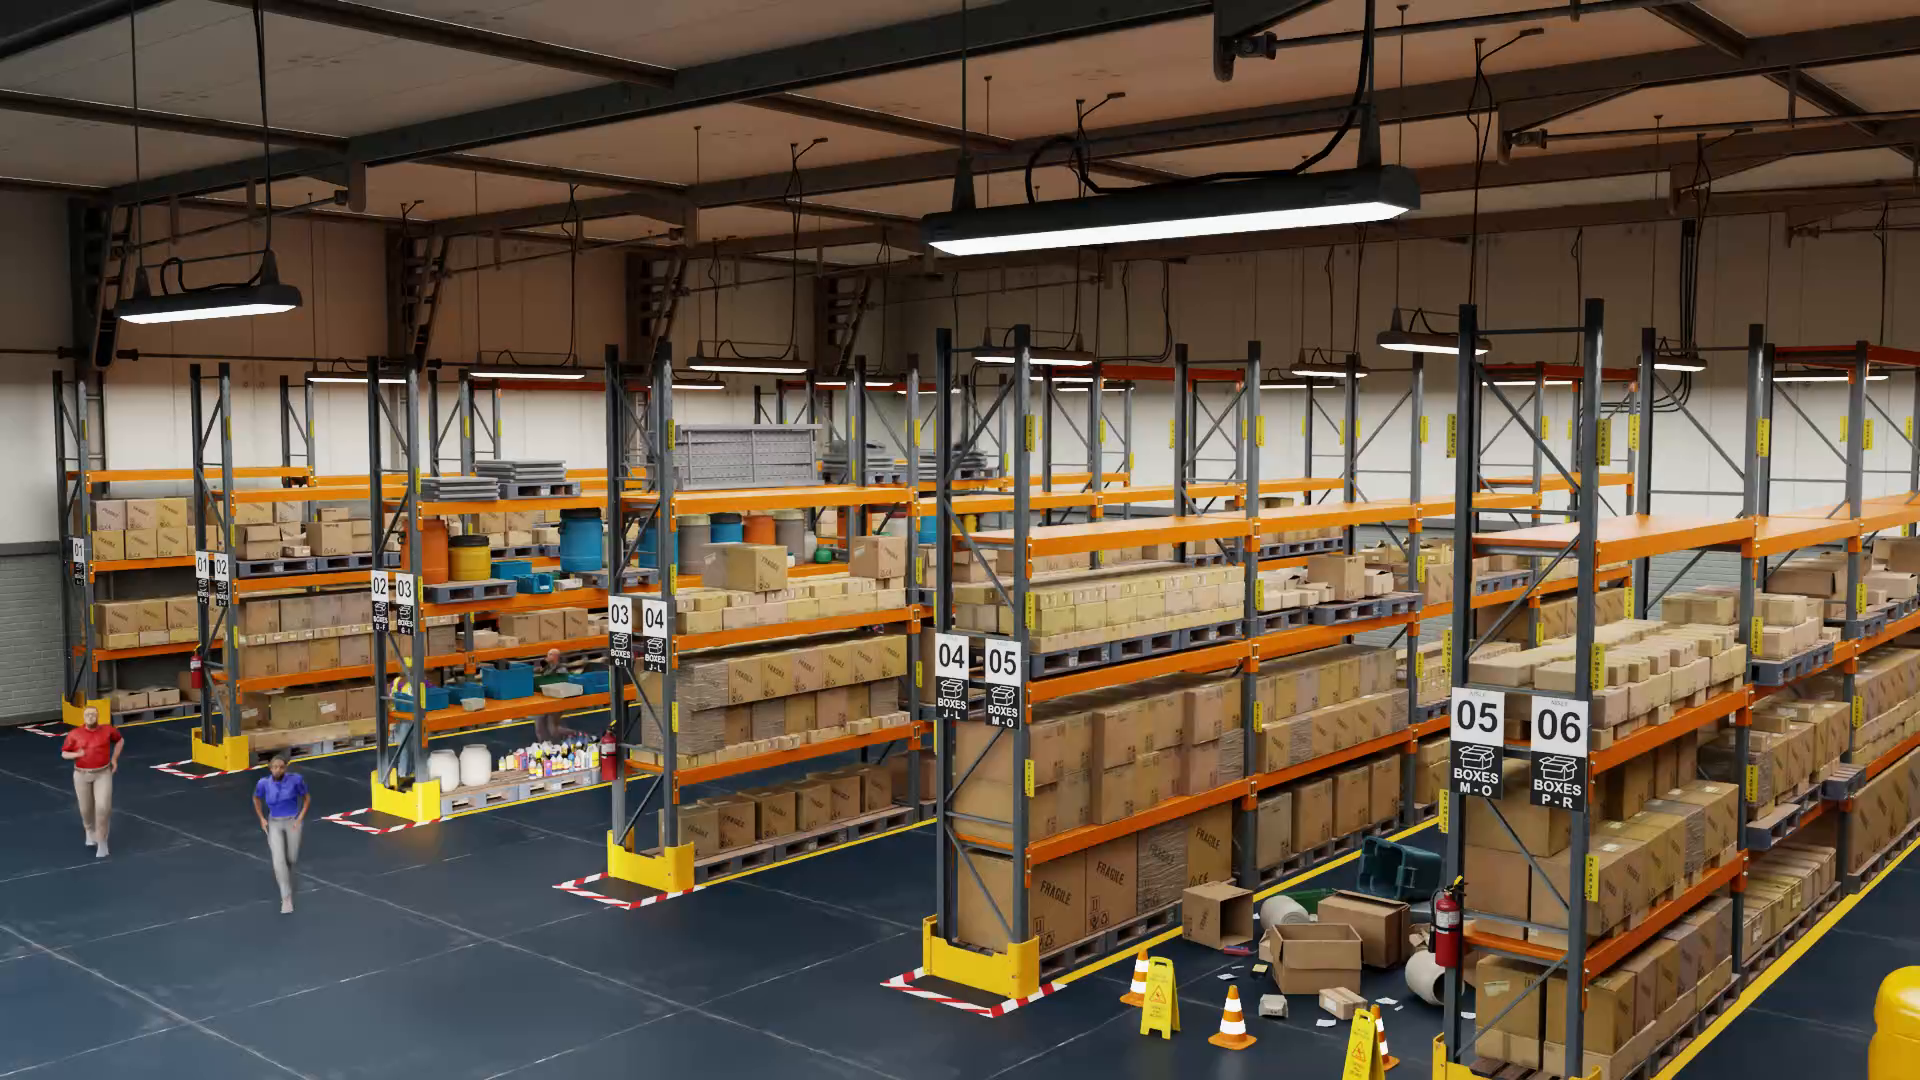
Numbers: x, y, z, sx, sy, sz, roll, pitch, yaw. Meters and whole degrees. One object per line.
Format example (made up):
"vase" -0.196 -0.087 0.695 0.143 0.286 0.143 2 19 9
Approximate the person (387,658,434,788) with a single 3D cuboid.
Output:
"person" -7.844 2.566 23.554 0.684 1.809 0.802 2 5 29

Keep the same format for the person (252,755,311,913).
"person" -7.270 3.088 17.843 0.575 1.654 0.995 -2 5 -24

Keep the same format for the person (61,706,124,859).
"person" -10.357 2.869 19.870 0.645 1.789 0.768 -2 4 -22

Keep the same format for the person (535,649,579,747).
"person" -6.215 2.495 25.361 0.666 1.683 0.715 3 5 39

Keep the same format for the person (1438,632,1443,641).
"person" 7.824 2.396 27.066 0.708 1.655 0.640 3 5 39
